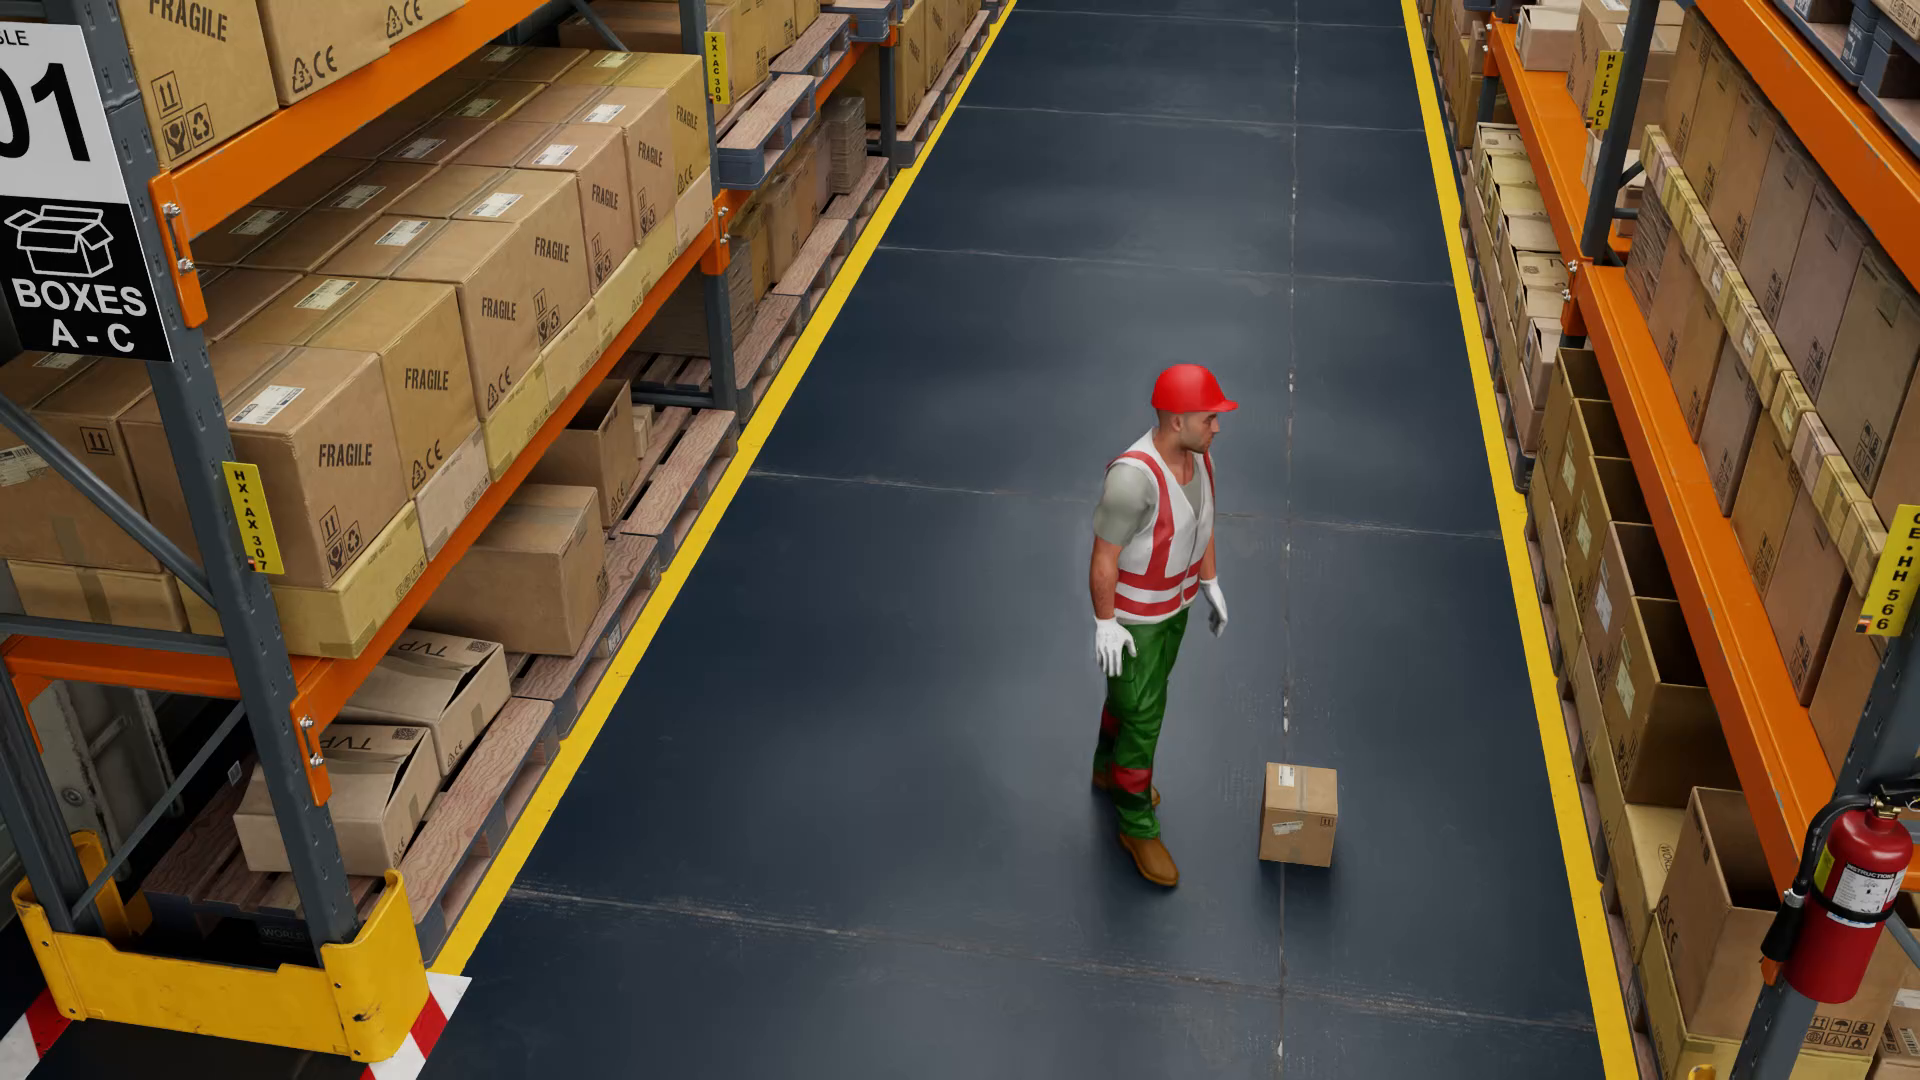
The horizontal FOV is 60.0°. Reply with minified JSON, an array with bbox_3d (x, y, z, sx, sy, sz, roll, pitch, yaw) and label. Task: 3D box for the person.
[{"bbox_3d":[0.700,0.255,5.682,0.571,1.783,0.601,24,39,32],"label":"person"}]
